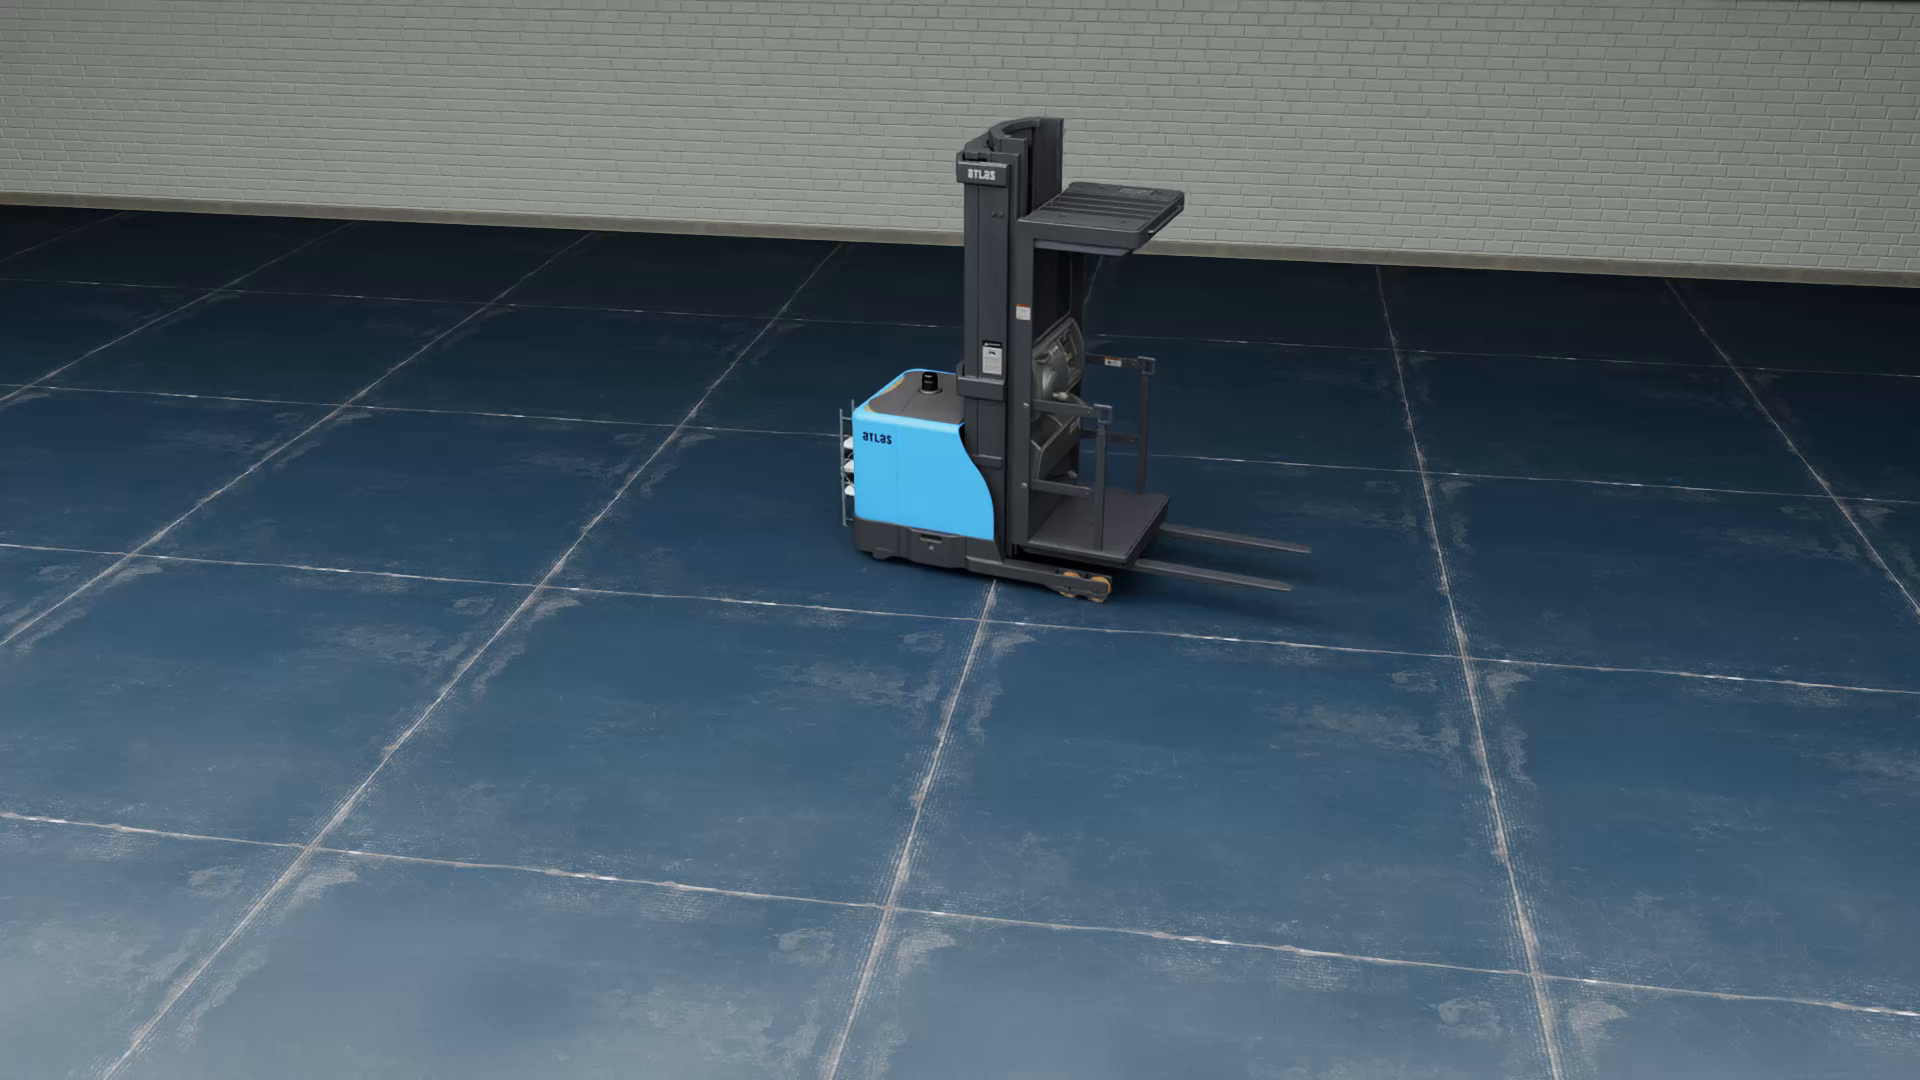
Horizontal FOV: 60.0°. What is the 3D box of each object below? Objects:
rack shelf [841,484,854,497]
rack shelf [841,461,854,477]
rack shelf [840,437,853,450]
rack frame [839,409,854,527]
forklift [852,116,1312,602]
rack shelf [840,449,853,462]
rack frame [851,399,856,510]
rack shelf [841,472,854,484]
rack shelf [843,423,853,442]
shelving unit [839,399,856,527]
[{"bbox_3d":[-0.694,-0.338,11.959,0.258,0.077,0.200,9,27,19],"label":"rack shelf"},{"bbox_3d":[-0.694,-0.501,11.883,0.258,0.077,0.200,9,27,19],"label":"rack shelf"},{"bbox_3d":[-0.694,-0.665,11.806,0.258,0.077,0.200,9,27,19],"label":"rack shelf"},{"bbox_3d":[-0.730,-0.491,11.782,0.240,0.900,0.006,9,27,19],"label":"rack frame"},{"bbox_3d":[0.831,-1.174,10.846,3.031,2.935,1.130,10,27,20],"label":"forklift"},{"bbox_3d":[-0.694,-0.583,11.845,0.258,0.077,0.200,9,27,19],"label":"rack shelf"},{"bbox_3d":[-0.659,-0.572,11.955,0.240,0.900,0.006,9,27,19],"label":"rack frame"},{"bbox_3d":[-0.694,-0.420,11.921,0.258,0.077,0.200,9,27,19],"label":"rack shelf"},{"bbox_3d":[-0.694,-0.746,11.768,0.258,0.077,0.200,9,27,19],"label":"rack shelf"},{"bbox_3d":[-0.694,-0.532,11.869,0.258,0.900,0.210,9,27,19],"label":"shelving unit"}]
